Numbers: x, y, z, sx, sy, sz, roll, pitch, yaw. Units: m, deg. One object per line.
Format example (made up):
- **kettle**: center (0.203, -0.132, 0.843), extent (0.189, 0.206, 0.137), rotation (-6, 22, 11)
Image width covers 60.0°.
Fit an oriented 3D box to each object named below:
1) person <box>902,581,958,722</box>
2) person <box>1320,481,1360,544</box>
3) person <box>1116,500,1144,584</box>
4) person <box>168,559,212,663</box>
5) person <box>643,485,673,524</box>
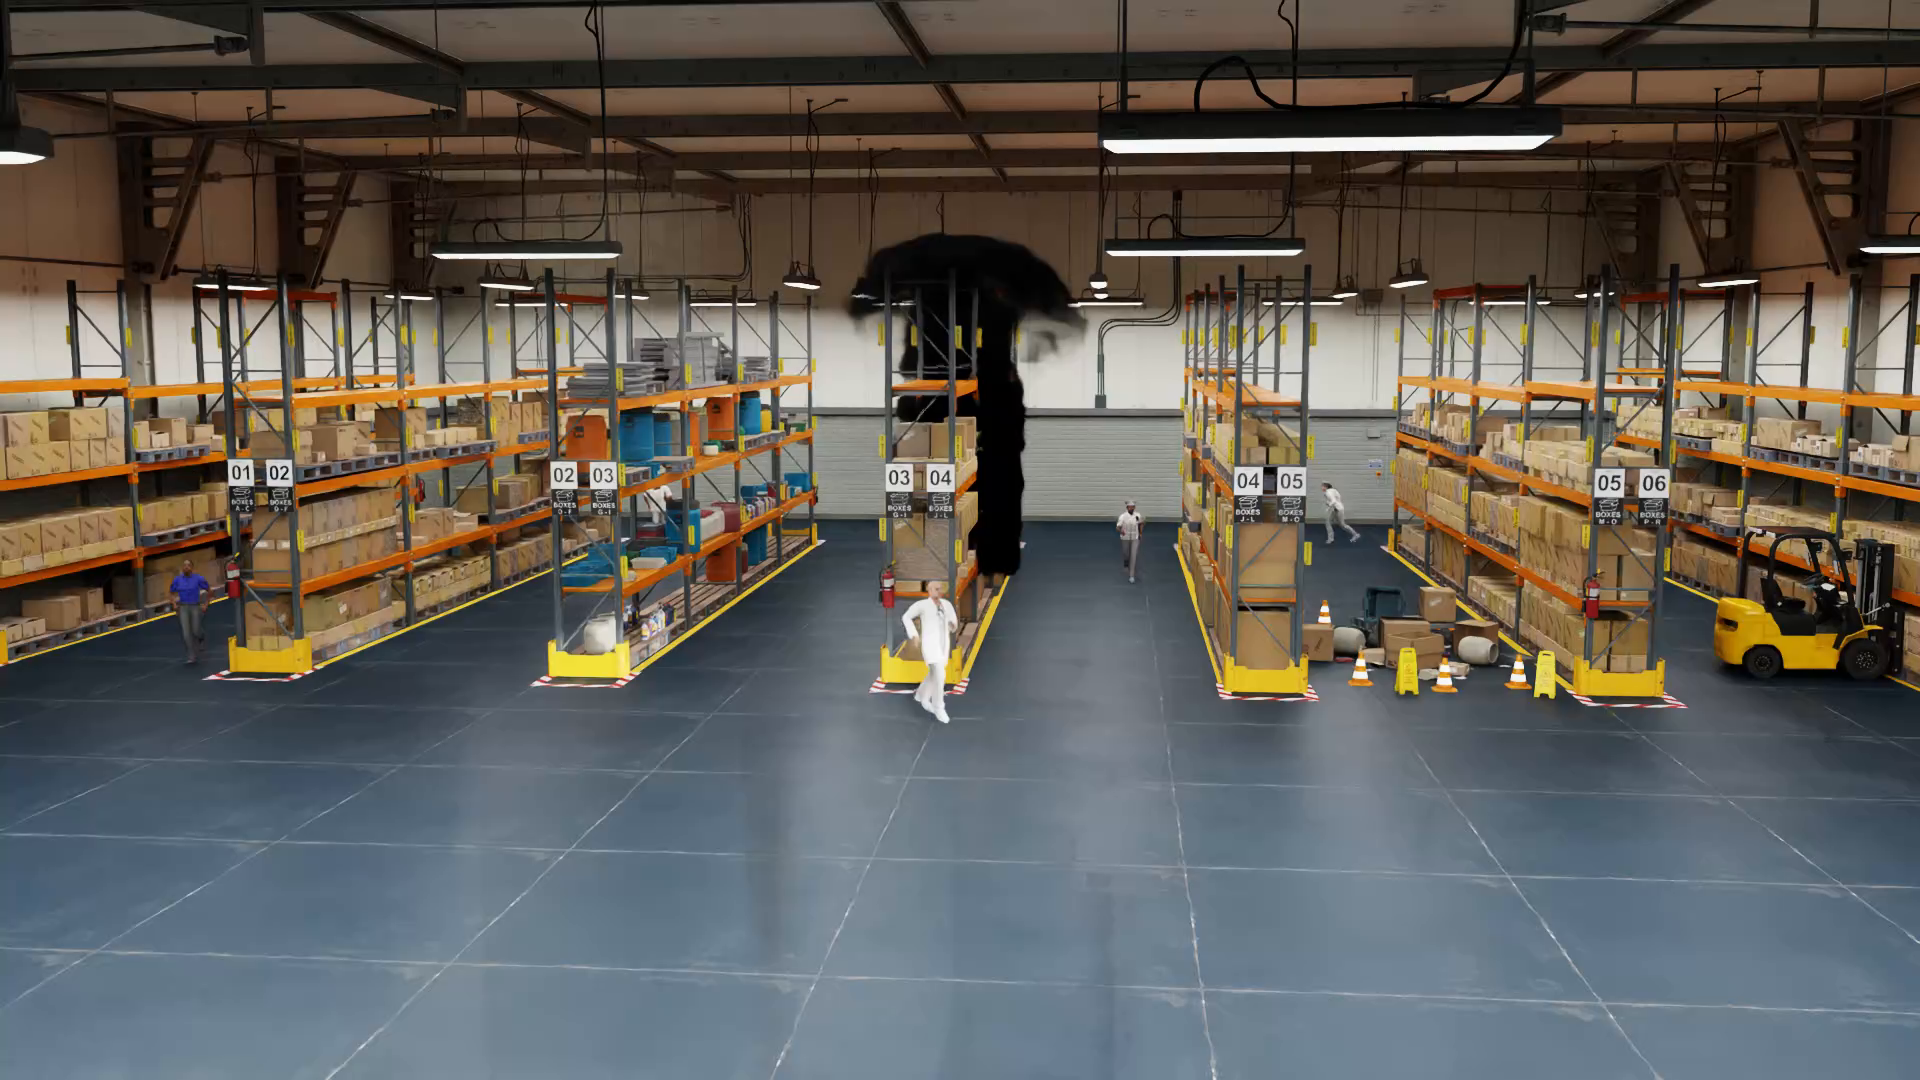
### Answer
- **person**: center (-0.351, 1.447, 22.039), extent (0.681, 1.836, 0.850), rotation (-6, 9, -43)
- **person**: center (9.267, -0.648, 40.506), extent (0.987, 1.569, 0.614), rotation (2, 7, 16)
- **person**: center (3.514, 0.007, 34.297), extent (0.587, 1.692, 0.902), rotation (0, 7, 3)
- **person**: center (-11.948, 1.083, 25.824), extent (0.624, 1.606, 0.571), rotation (-2, 7, -16)
- **person**: center (-7.204, -0.671, 39.692), extent (0.694, 1.813, 0.728), rotation (-1, 7, -10)
